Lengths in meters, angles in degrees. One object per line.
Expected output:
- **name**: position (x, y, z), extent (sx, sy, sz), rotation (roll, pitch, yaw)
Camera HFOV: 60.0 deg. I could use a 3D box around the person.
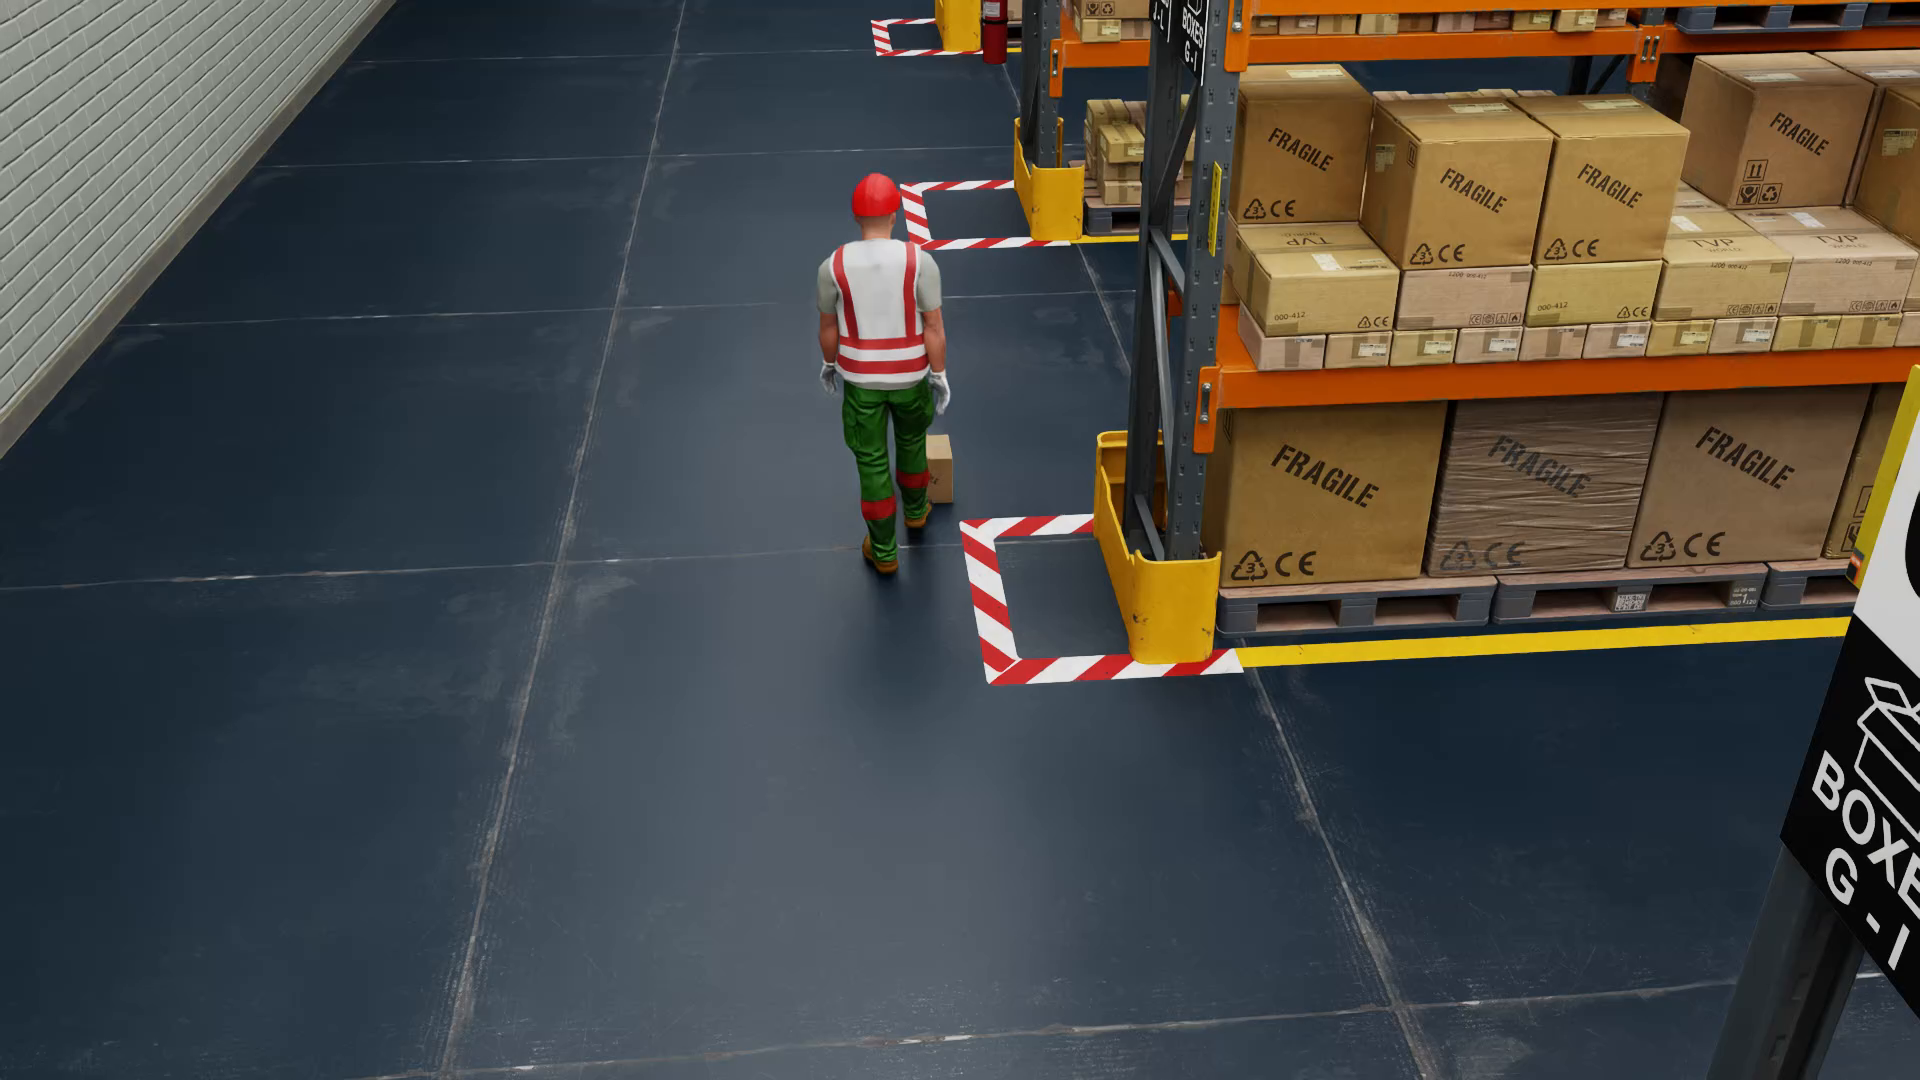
- **person**: position (-0.348, -0.772, 7.360), extent (0.557, 1.778, 0.675), rotation (-4, 31, -7)
